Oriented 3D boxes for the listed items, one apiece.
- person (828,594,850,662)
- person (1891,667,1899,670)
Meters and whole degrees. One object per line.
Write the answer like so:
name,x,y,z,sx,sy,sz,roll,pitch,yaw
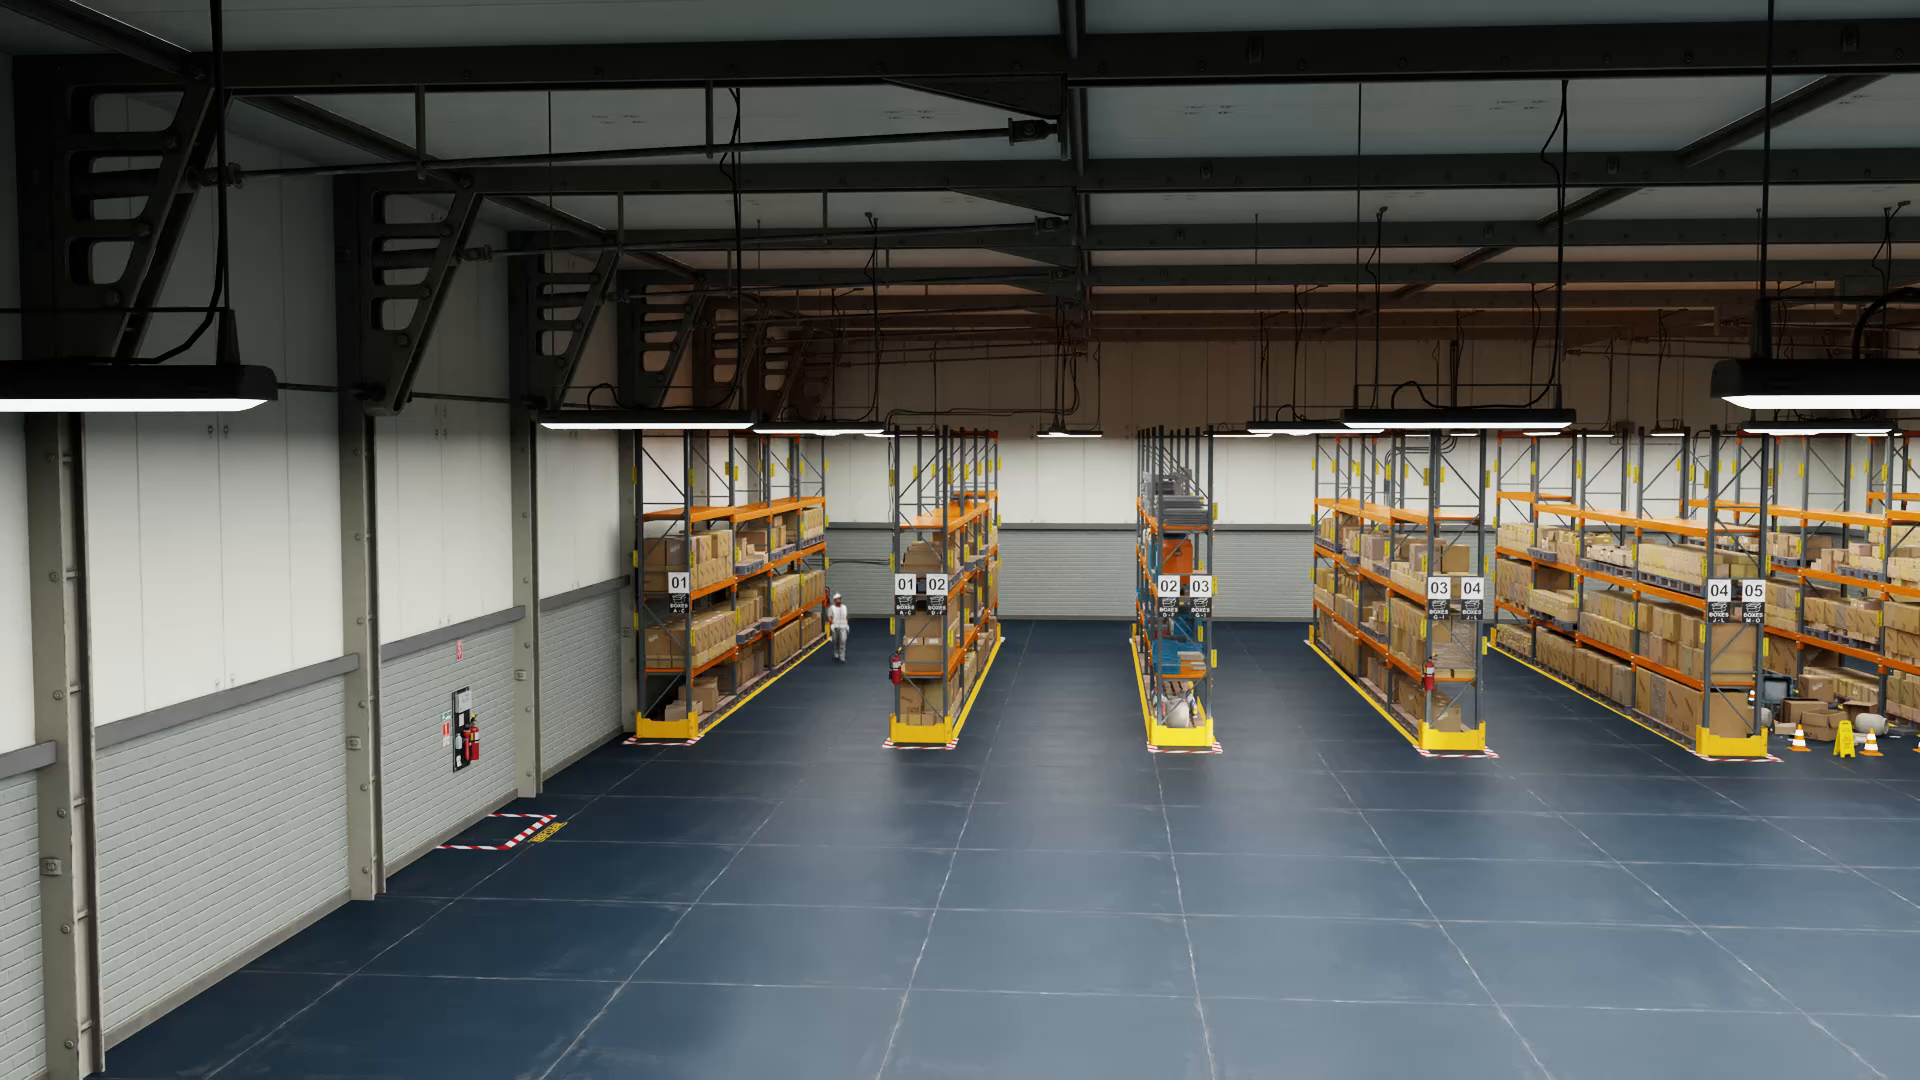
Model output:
person,-3.138,2.269,43.022,0.562,1.725,1.069,0,3,-3
person,21.576,2.587,38.186,0.465,1.657,0.514,3,5,43
